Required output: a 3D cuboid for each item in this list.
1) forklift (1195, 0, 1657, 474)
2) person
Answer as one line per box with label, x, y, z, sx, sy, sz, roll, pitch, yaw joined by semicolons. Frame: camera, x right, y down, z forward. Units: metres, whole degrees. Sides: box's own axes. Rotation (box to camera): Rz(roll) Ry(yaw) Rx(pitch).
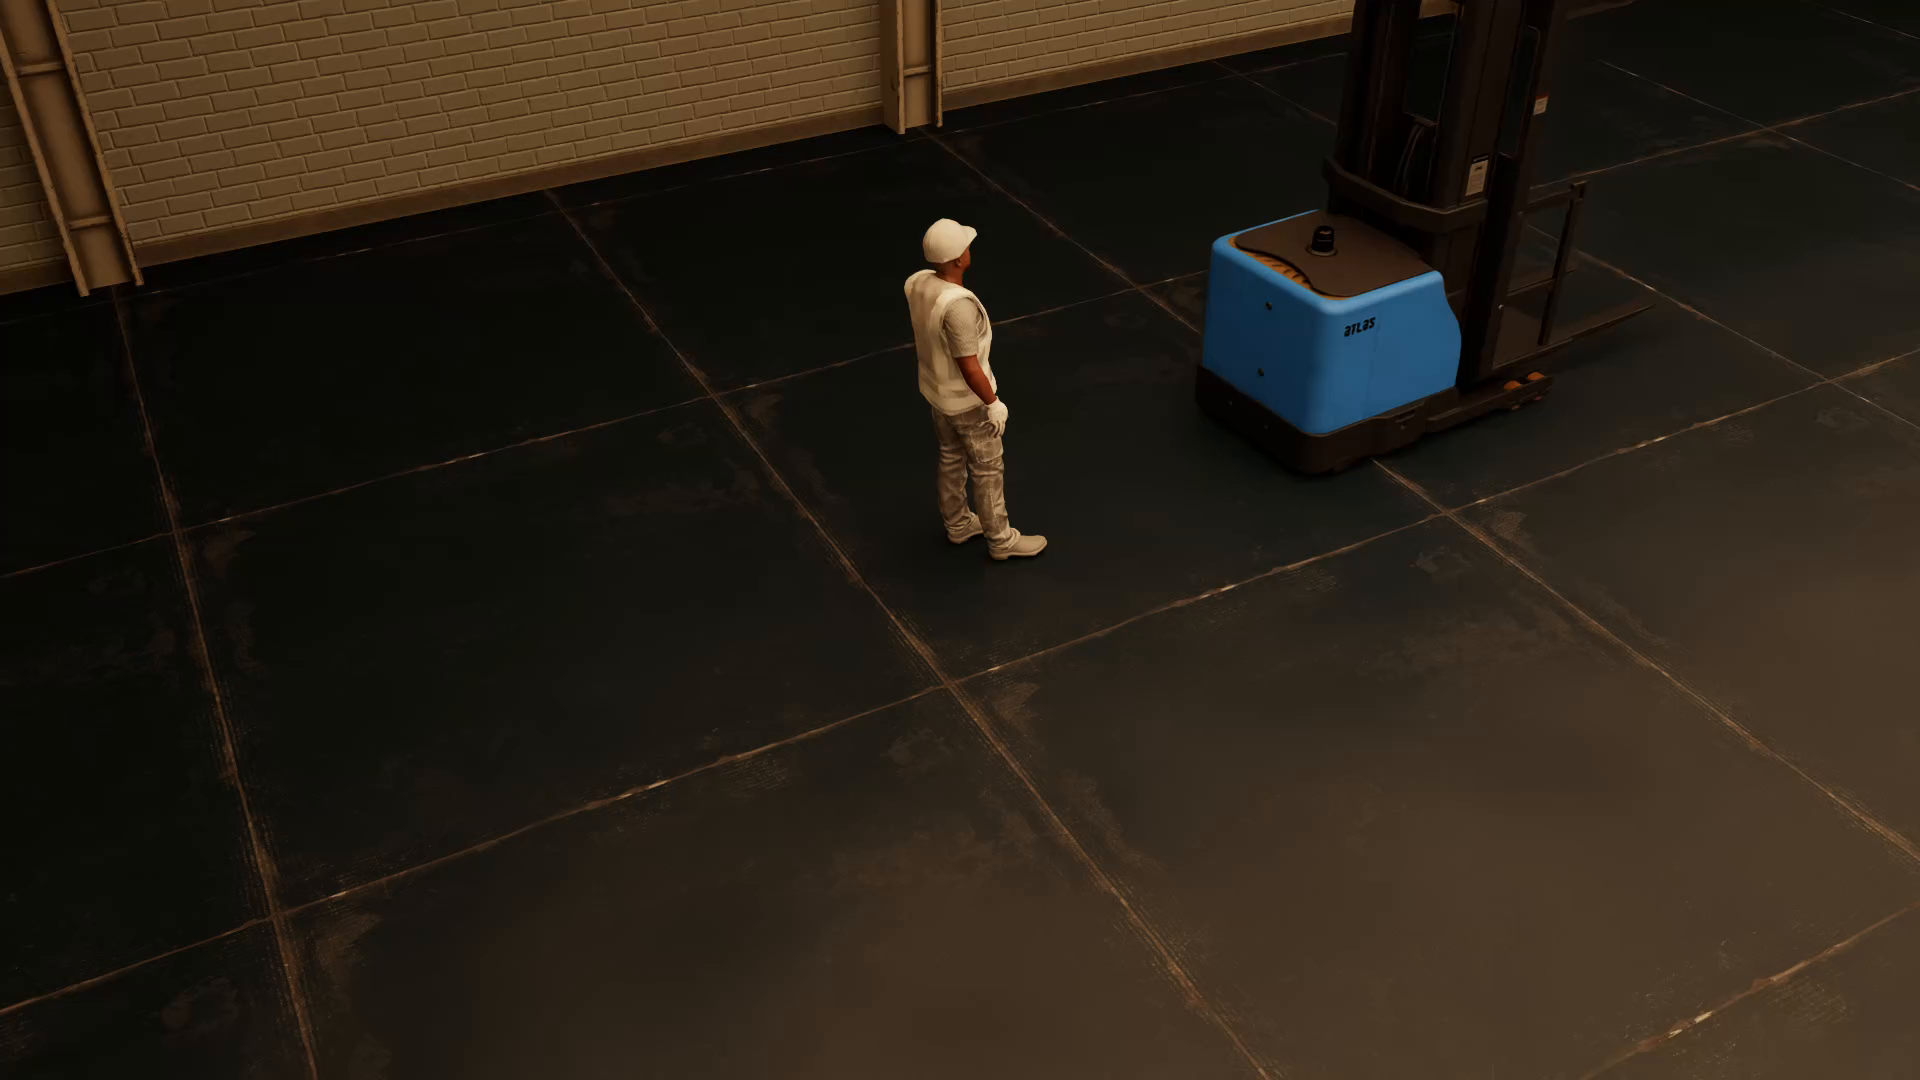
forklift;2.892;-2.197;9.231;3.031;2.935;1.130;-20;40;-26
person;0.068;-0.750;8.165;0.575;1.785;0.657;-17;39;-23
